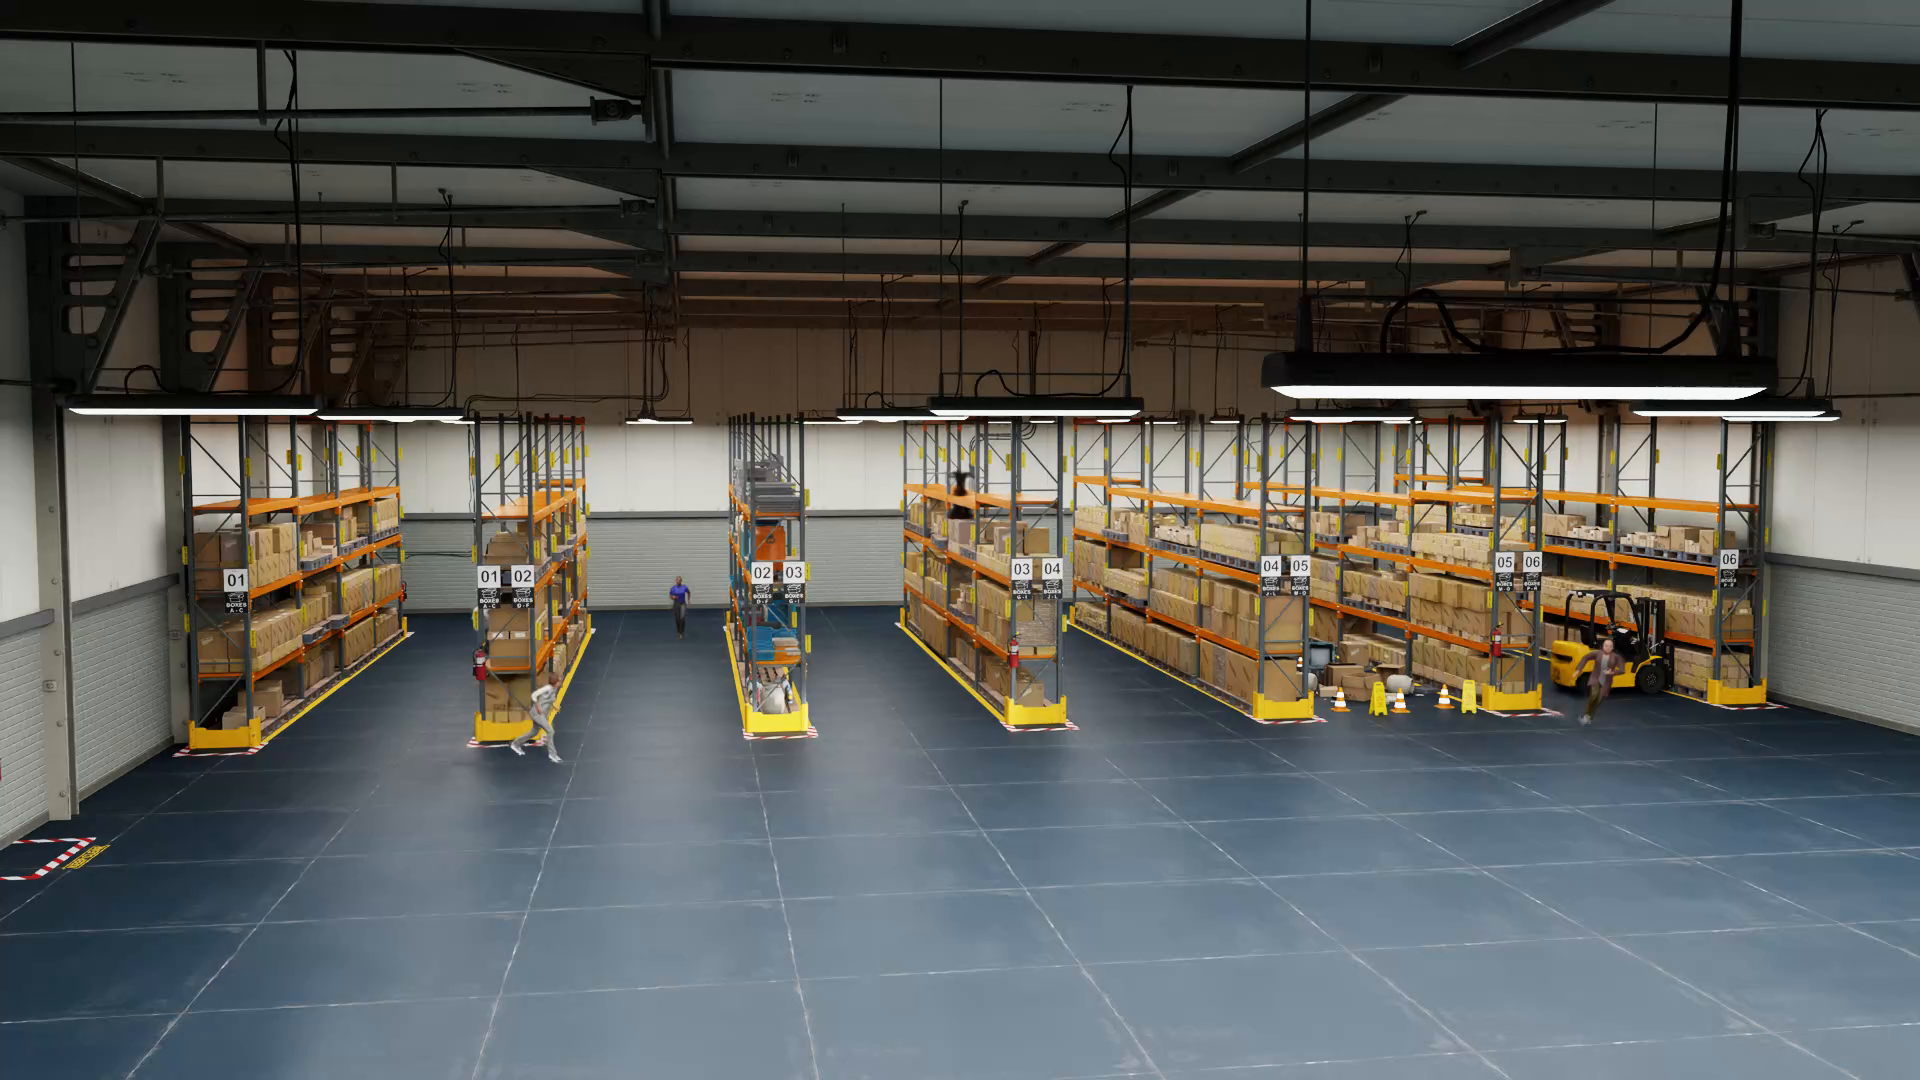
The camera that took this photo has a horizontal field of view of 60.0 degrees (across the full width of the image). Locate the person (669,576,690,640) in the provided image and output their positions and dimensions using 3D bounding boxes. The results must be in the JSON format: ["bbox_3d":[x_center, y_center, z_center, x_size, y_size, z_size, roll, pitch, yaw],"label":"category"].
[{"bbox_3d":[-7.601,1.833,45.071,0.528,1.715,0.848,0,4,-3],"label":"person"}]

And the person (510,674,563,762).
[{"bbox_3d":[-7.252,3.049,28.407,0.914,1.549,0.579,1,4,9],"label":"person"}]

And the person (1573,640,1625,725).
[{"bbox_3d":[12.267,2.738,31.915,0.855,1.674,0.740,1,4,8],"label":"person"}]

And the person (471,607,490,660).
[{"bbox_3d":[-11.722,2.152,40.899,0.596,1.583,0.795,-2,4,-27],"label":"person"}]
